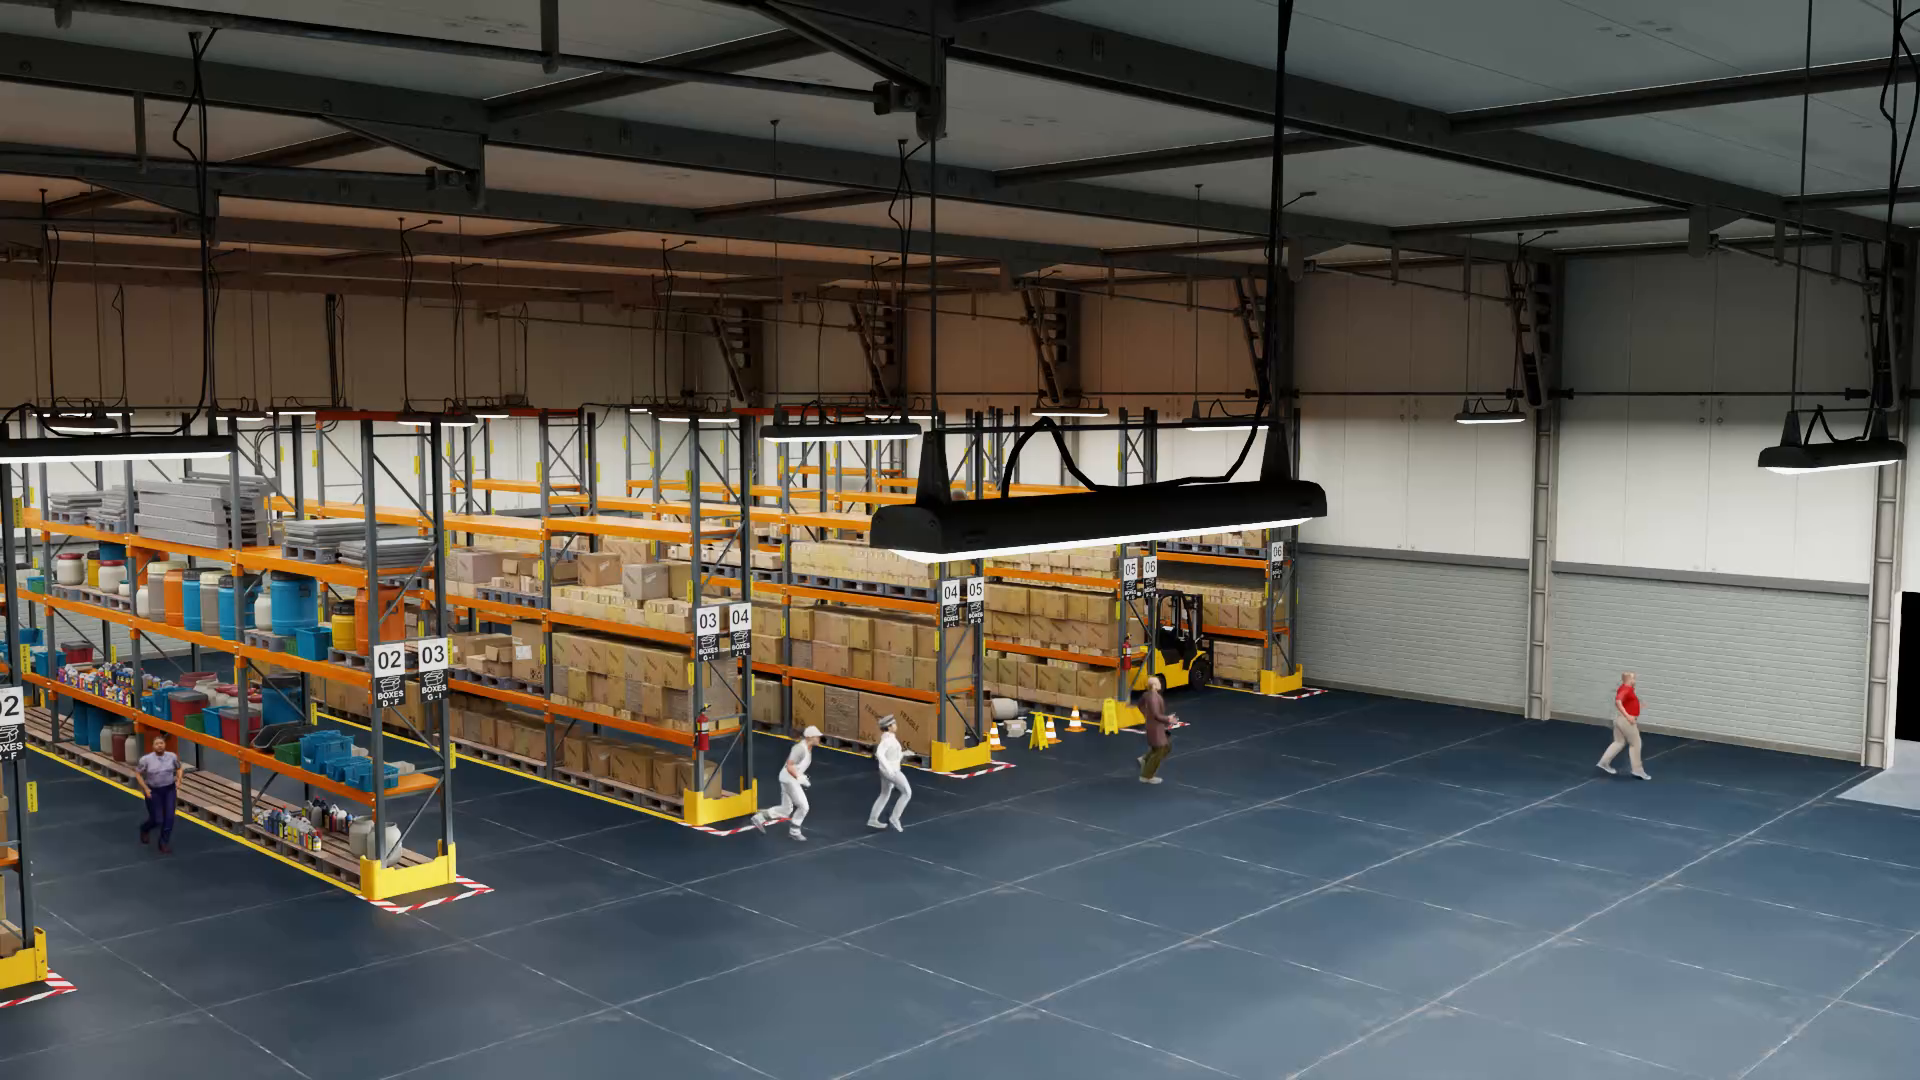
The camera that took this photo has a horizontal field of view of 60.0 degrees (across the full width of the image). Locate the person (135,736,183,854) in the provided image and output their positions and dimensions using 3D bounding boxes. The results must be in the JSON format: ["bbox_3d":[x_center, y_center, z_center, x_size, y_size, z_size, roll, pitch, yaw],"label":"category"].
[{"bbox_3d":[-11.048,3.505,22.997,0.600,1.619,0.596,-4,7,-42],"label":"person"}]

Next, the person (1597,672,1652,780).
[{"bbox_3d":[10.956,3.043,27.354,0.820,1.757,0.652,1,5,6],"label":"person"}]

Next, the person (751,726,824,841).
[{"bbox_3d":[-2.445,3.454,23.548,1.041,1.665,0.665,0,5,5],"label":"person"}]

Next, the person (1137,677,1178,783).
[{"bbox_3d":[3.211,3.075,26.984,0.622,1.739,0.698,0,5,-1],"label":"person"}]

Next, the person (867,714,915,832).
[{"bbox_3d":[-0.986,3.367,23.998,0.691,1.723,0.579,-2,5,-17],"label":"person"}]
